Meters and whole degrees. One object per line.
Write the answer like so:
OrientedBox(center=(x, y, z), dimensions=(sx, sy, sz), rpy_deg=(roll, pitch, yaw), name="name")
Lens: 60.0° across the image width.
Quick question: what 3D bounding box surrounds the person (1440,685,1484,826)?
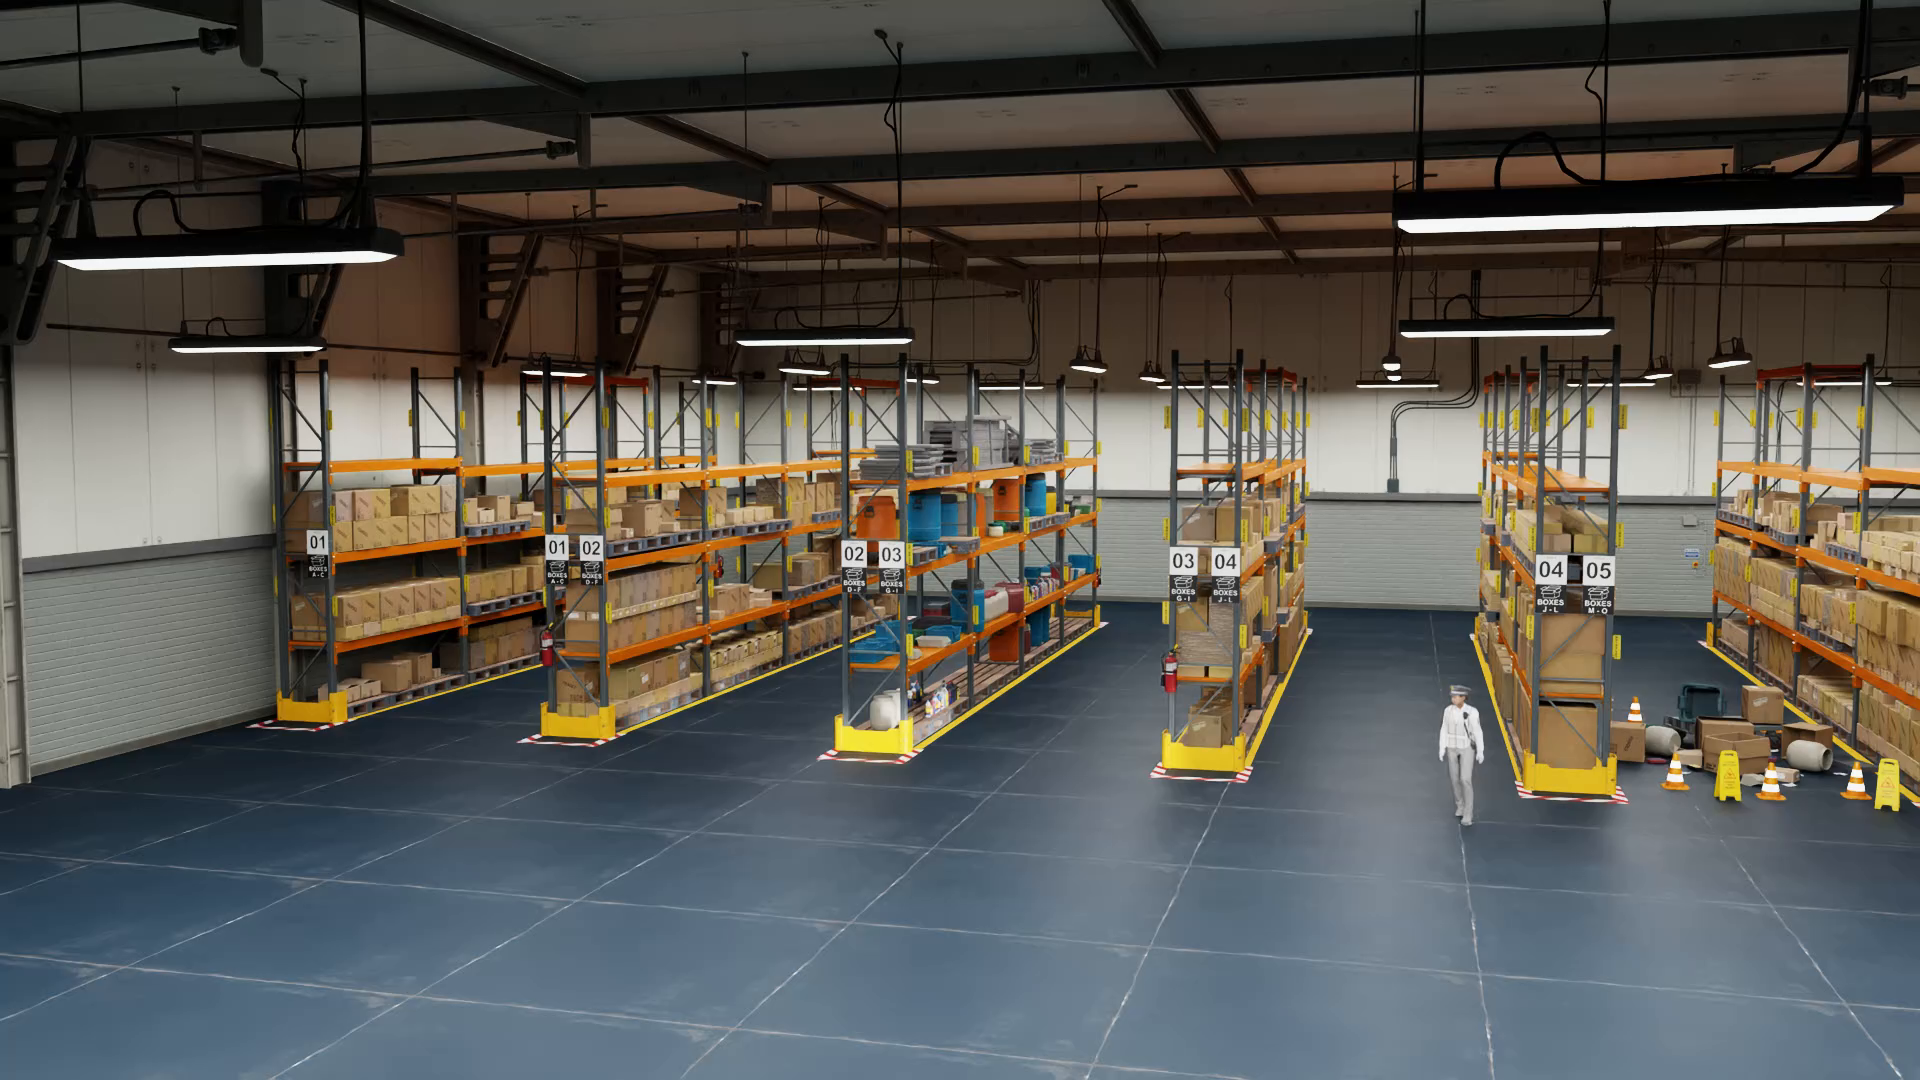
OrientedBox(center=(6.280, 2.670, 20.875), dimensions=(0.549, 1.671, 0.622), rpy_deg=(4, 6, 43), name="person")
